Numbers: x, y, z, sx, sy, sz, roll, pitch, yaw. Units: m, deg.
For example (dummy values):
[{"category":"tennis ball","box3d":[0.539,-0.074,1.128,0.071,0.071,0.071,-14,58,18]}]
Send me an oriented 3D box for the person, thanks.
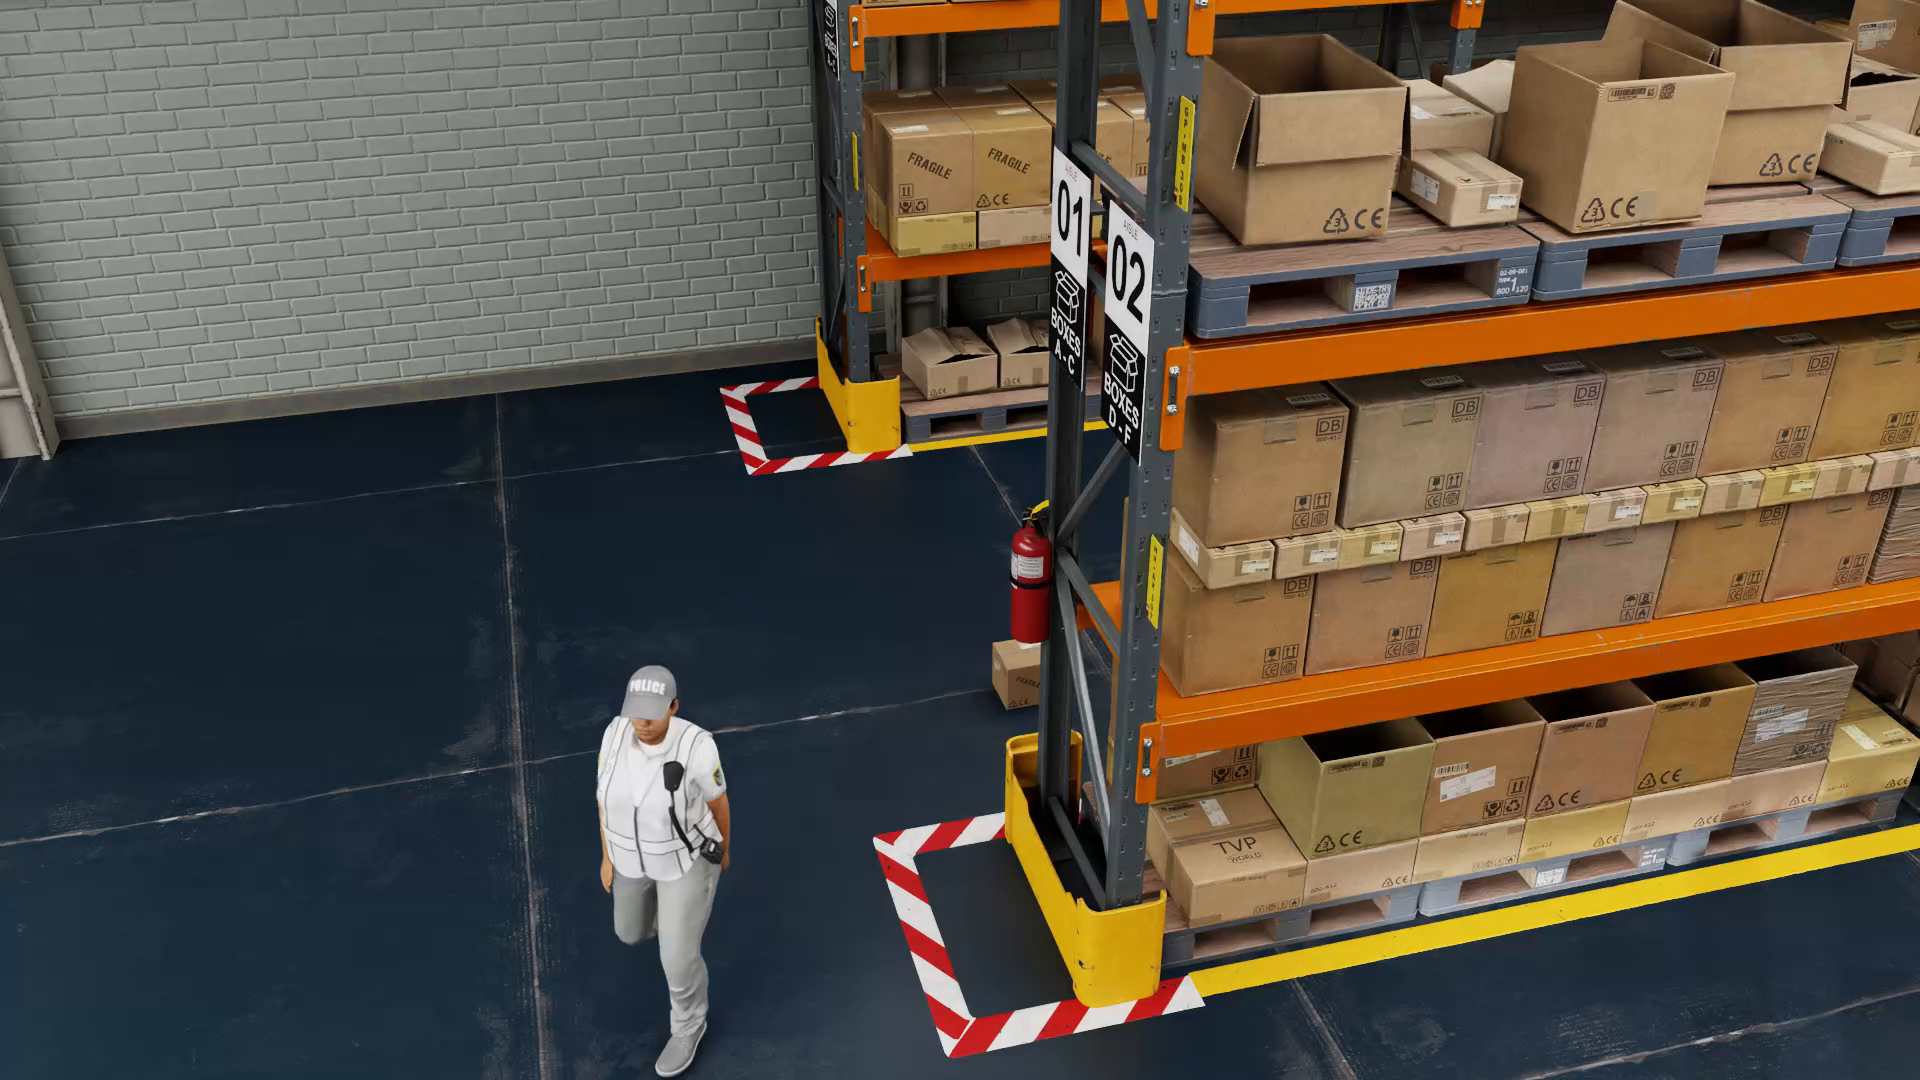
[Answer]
[{"category":"person","box3d":[-1.089,1.160,6.229,0.481,1.643,0.720,9,32,15]}]
